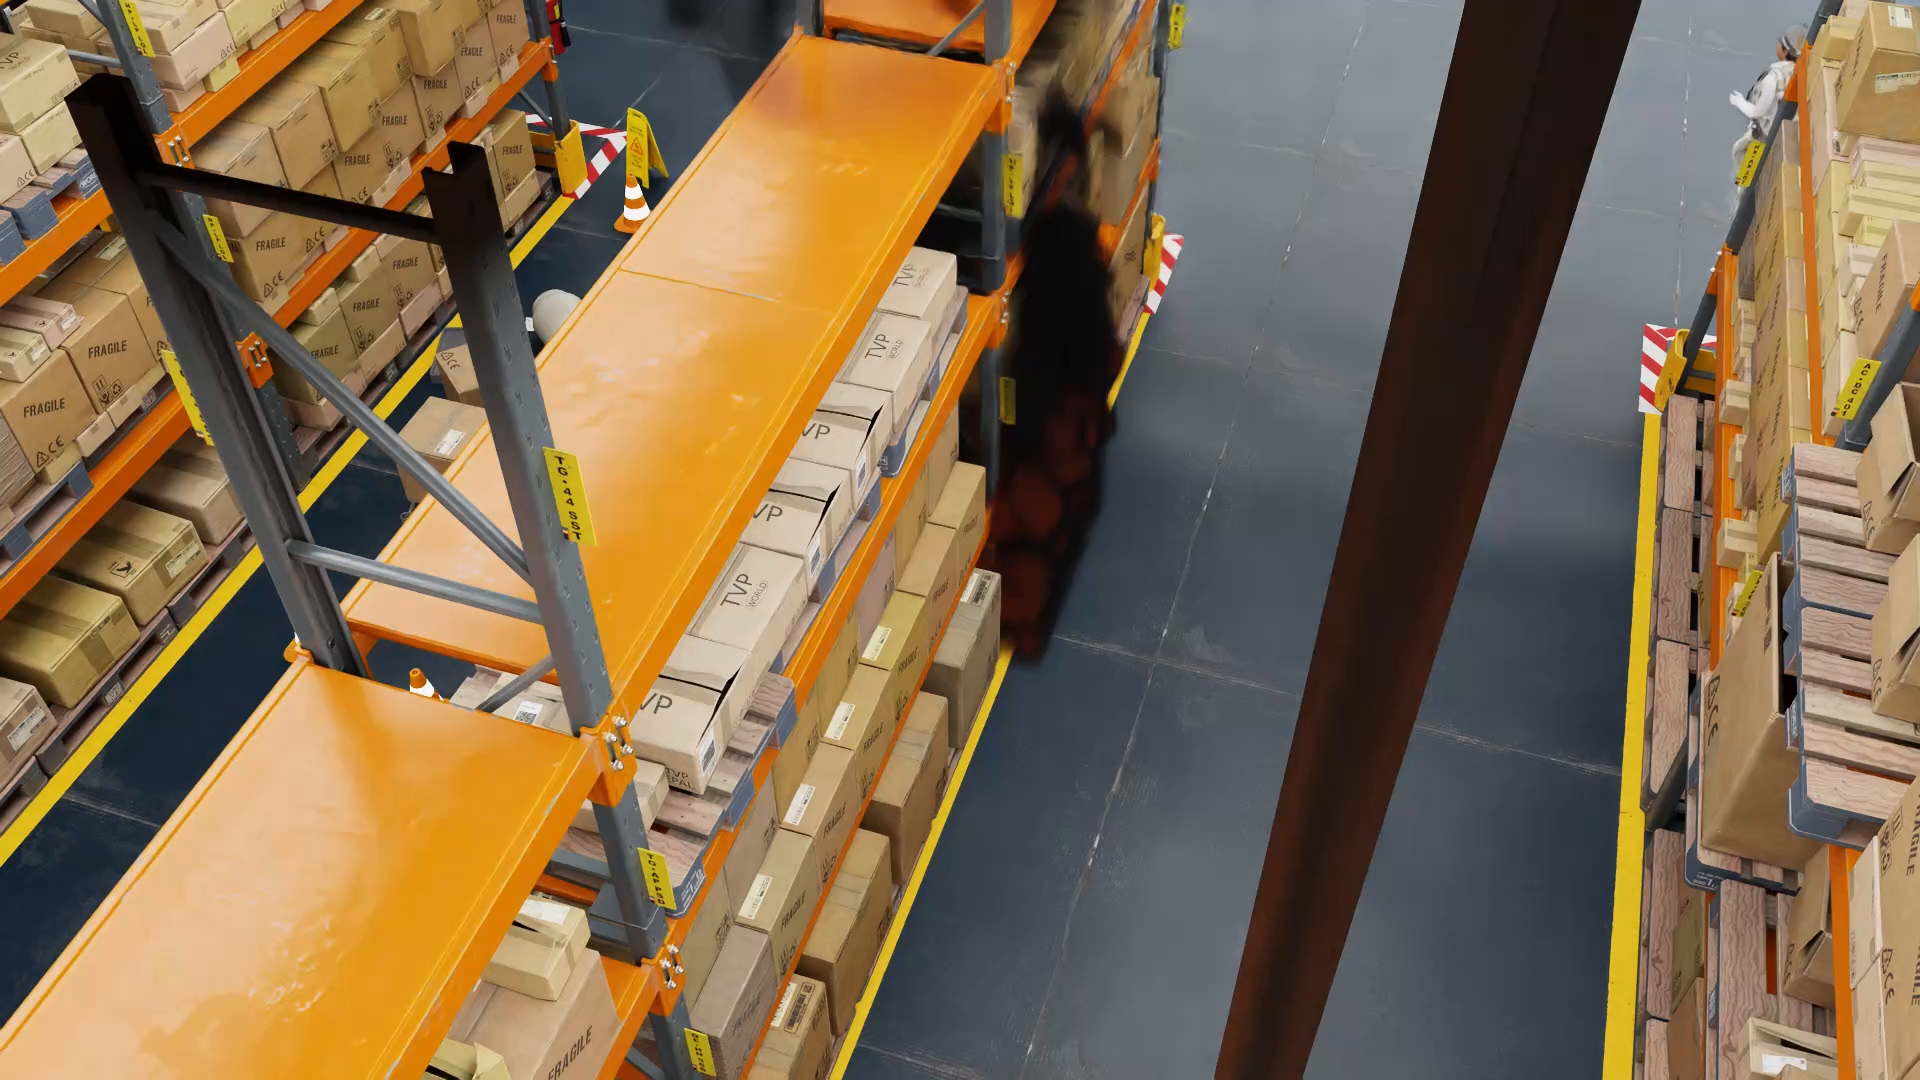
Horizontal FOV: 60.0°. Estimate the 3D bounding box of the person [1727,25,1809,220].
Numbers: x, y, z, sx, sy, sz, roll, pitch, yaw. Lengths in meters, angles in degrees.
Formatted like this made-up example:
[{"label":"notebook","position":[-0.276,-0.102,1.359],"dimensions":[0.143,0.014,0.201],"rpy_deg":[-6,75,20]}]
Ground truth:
[{"label":"person","position":[6.146,-3.088,12.667],"dimensions":[0.538,1.725,0.740],"rpy_deg":[-27,52,-24]}]
